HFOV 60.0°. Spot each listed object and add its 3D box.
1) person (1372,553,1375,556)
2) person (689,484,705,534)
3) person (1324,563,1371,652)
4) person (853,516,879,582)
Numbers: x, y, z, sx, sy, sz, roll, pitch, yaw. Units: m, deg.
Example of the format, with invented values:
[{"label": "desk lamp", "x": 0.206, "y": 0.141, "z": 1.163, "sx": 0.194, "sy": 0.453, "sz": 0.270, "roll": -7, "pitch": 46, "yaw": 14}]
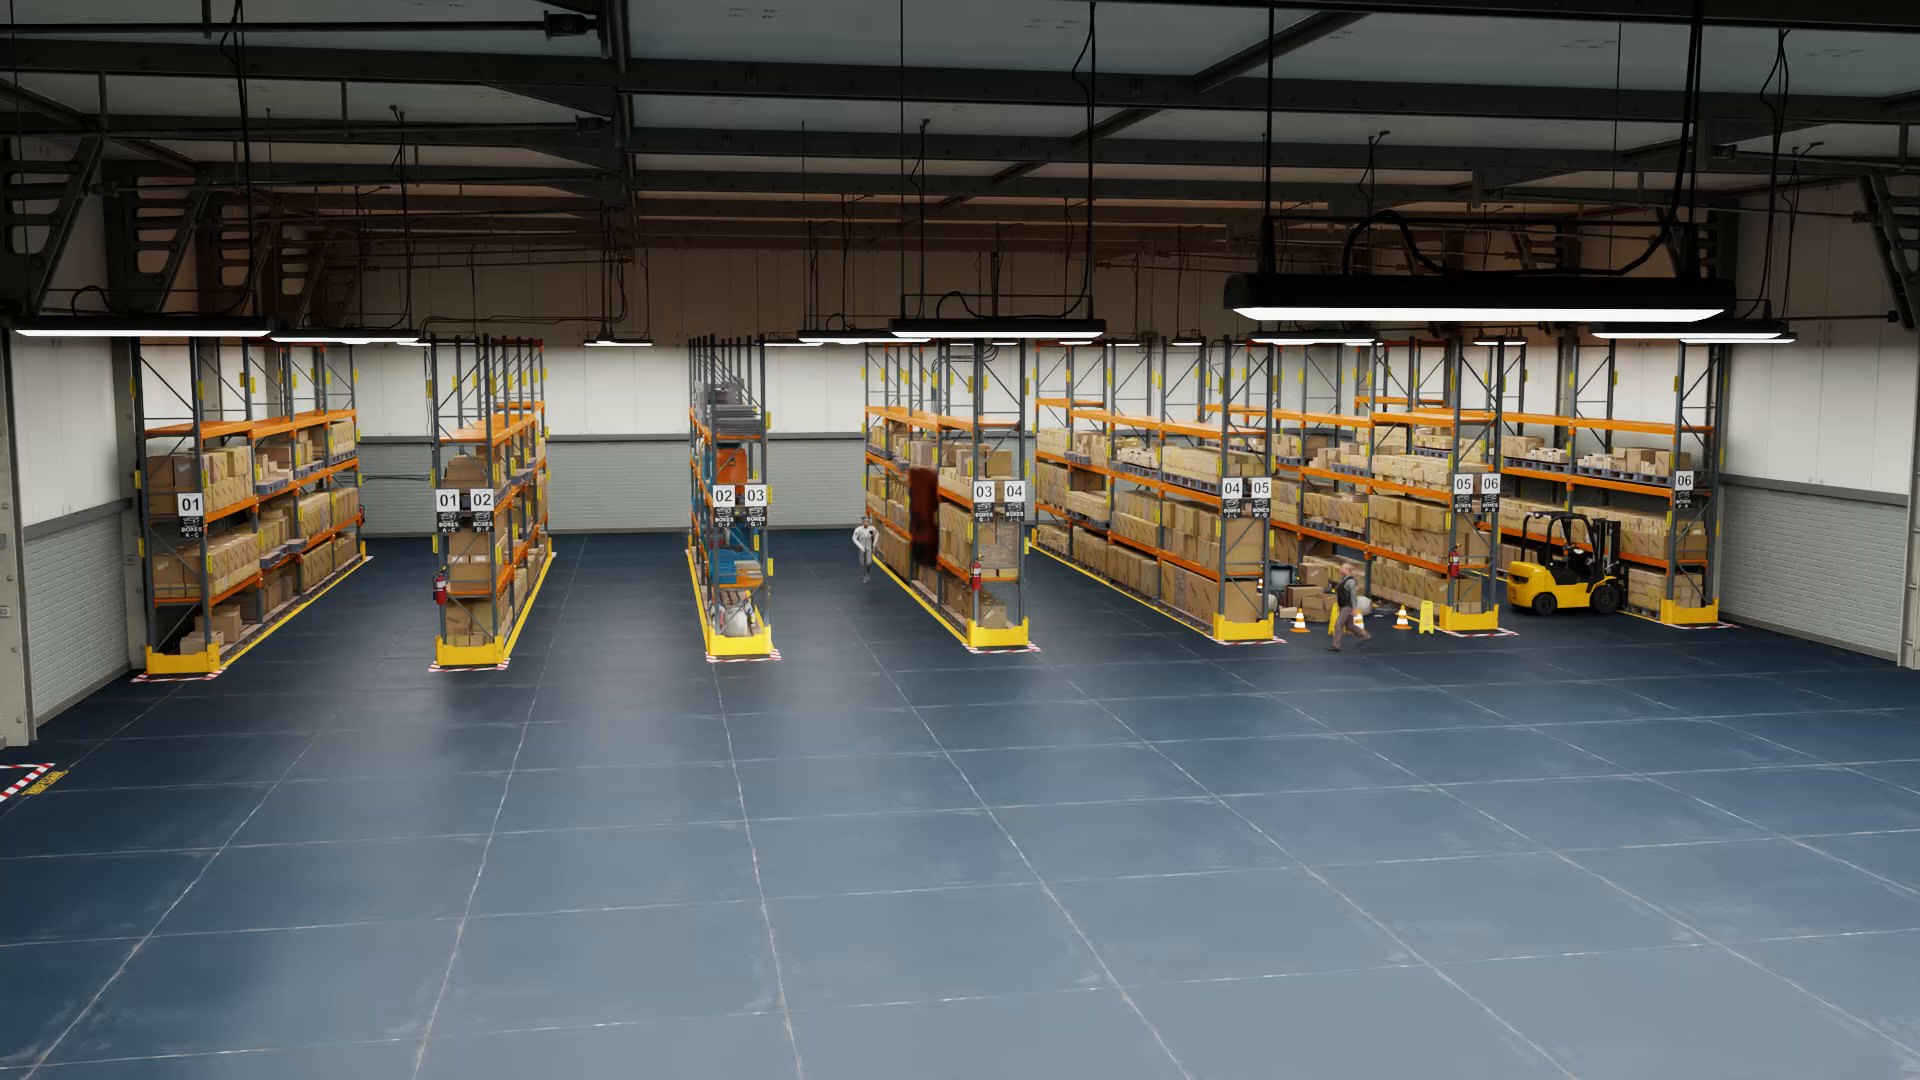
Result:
[{"label": "person", "x": 11.400, "y": -0.382, "z": 46.064, "sx": 0.461, "sy": 1.670, "sz": 0.487, "roll": 5, "pitch": 8, "yaw": 38}, {"label": "person", "x": -7.770, "y": -0.830, "z": 49.405, "sx": 0.680, "sy": 1.778, "sz": 0.528, "roll": 1, "pitch": 7, "yaw": 11}, {"label": "person", "x": 7.385, "y": 1.273, "z": 31.555, "sx": 0.999, "sy": 1.686, "sz": 0.543, "roll": -1, "pitch": 7, "yaw": -9}, {"label": "person", "x": -2.197, "y": 0.205, "z": 38.859, "sx": 0.612, "sy": 1.601, "sz": 0.692, "roll": 0, "pitch": 7, "yaw": -1}]
